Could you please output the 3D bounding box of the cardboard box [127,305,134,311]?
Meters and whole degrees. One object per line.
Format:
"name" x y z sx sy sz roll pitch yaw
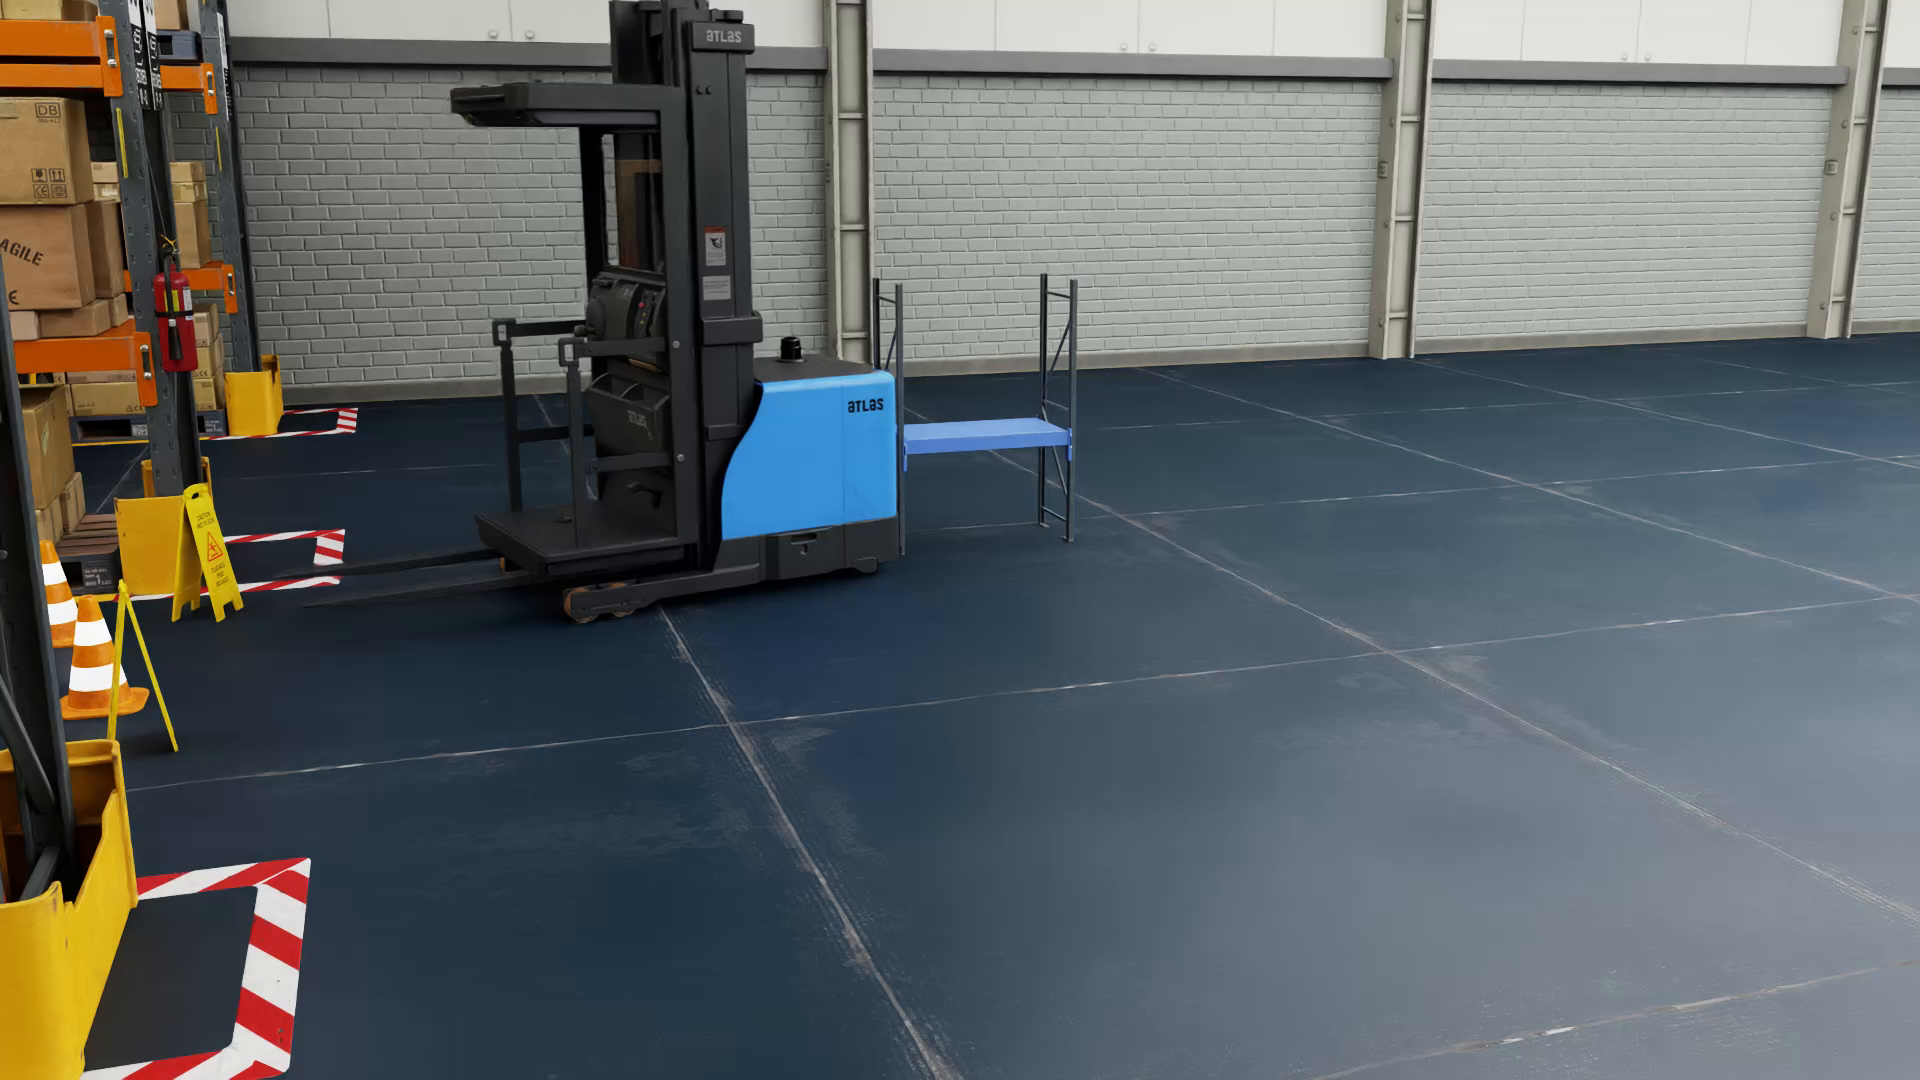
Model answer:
"cardboard box" -6.766 -1.726 13.292 0.500 0.250 0.500 -4 14 -18

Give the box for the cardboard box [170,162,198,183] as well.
"cardboard box" -6.050 -2.841 12.845 0.250 0.149 0.380 -4 14 -18

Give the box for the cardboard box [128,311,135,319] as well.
"cardboard box" -6.596 -1.617 12.831 0.500 0.250 0.500 -4 14 -17

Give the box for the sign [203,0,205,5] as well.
"sign" -5.617 -4.136 12.326 0.005 0.325 0.100 -4 14 -18

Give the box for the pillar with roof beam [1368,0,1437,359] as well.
"pillar with roof beam" 6.022 -5.411 12.946 0.400 9.000 9.100 -4 14 -18

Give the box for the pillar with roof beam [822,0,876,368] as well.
"pillar with roof beam" 0.335 -4.968 11.084 0.400 9.000 9.100 -4 14 -18

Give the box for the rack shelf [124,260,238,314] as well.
"rack shelf" -7.673 -1.907 12.734 4.000 0.370 1.077 -4 14 -18

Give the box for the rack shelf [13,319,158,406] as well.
"rack shelf" -6.086 -0.819 8.158 4.000 0.370 1.077 -4 14 -18

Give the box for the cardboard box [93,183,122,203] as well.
"cardboard box" -6.515 -2.651 12.688 0.250 0.149 0.380 -4 14 -17

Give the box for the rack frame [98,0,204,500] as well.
"rack frame" -4.191 -1.317 8.696 0.127 3.000 1.000 -4 14 -18

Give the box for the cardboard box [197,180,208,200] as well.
"cardboard box" -6.181 -2.801 13.319 0.250 0.149 0.380 -5 14 -20

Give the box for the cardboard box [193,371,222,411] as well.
"cardboard box" -6.122 -1.168 13.104 0.500 0.250 0.500 -4 14 -18

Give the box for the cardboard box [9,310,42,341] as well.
"cardboard box" -4.682 -1.077 8.231 0.250 0.149 0.380 -5 14 -19

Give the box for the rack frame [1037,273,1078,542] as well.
"rack frame" 0.563 -0.773 9.653 0.032 1.500 0.500 -4 14 -18

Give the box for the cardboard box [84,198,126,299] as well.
"cardboard box" -4.728 -1.536 8.759 0.500 0.500 0.500 -5 14 -19

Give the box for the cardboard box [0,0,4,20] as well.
"cardboard box" -4.665 -2.540 7.902 0.250 0.149 0.380 -4 14 -18

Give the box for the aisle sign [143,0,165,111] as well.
"aisle sign" -4.231 -2.654 8.700 0.004 0.787 0.394 -4 14 -18

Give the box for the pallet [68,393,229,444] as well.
"pallet" -6.489 -0.983 13.318 1.213 0.211 1.003 -4 14 -18

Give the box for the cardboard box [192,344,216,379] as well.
"cardboard box" -6.139 -1.410 13.044 0.500 0.250 0.500 -5 14 -19

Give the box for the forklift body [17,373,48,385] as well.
"forklift body" -6.993 -1.452 11.099 1.214 2.155 2.313 -4 14 -18

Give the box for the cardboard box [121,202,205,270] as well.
"cardboard box" -6.160 -2.360 12.865 0.500 0.500 0.500 -5 14 -19

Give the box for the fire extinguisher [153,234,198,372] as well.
"fire extinguisher" -3.935 -1.186 8.315 0.183 0.674 0.296 -4 14 -18

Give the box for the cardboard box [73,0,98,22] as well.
"cardboard box" -4.609 -2.700 8.574 0.250 0.149 0.380 -4 14 -18

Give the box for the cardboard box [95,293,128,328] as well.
"cardboard box" -4.579 -1.215 8.810 0.250 0.149 0.380 -4 14 -18

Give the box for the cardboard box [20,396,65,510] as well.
"cardboard box" -4.867 -0.432 8.390 0.500 0.500 0.500 -4 14 -18

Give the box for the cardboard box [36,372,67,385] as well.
"cardboard box" -7.100 -1.333 12.719 0.500 0.250 0.500 -5 14 -19

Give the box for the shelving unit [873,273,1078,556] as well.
"shelving unit" 0.081 -0.736 9.496 1.048 1.500 0.538 -4 14 -18

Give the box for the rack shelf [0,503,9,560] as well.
"rack shelf" -4.412 0.259 3.626 4.000 0.370 1.077 -4 14 -18

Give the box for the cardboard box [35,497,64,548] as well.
"cardboard box" -4.894 -0.063 8.459 0.500 0.250 0.500 -5 14 -18

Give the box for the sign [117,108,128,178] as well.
"sign" -4.033 -1.910 8.007 0.005 0.325 0.100 -4 14 -18

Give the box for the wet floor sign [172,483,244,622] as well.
"wet floor sign" -3.669 0.049 8.041 0.232 0.644 0.267 0 13 1

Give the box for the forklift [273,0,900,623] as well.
"forklift" -1.843 -1.167 8.216 3.031 2.935 1.130 -8 16 -32

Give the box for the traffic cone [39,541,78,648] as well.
"traffic cone" -4.187 0.232 7.666 0.334 0.463 0.336 -4 14 -18

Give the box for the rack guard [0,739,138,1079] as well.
"rack guard" -2.493 0.976 4.460 0.348 0.500 1.175 -4 14 -18

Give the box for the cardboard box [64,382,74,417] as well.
"cardboard box" -7.073 -1.098 12.811 0.500 0.250 0.500 -4 14 -17

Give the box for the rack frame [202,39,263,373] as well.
"rack frame" -5.777 -2.405 13.271 0.127 3.000 1.000 -4 14 -18

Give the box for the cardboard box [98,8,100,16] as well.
"cardboard box" -6.466 -3.867 12.356 0.250 0.149 0.380 -5 14 -20
